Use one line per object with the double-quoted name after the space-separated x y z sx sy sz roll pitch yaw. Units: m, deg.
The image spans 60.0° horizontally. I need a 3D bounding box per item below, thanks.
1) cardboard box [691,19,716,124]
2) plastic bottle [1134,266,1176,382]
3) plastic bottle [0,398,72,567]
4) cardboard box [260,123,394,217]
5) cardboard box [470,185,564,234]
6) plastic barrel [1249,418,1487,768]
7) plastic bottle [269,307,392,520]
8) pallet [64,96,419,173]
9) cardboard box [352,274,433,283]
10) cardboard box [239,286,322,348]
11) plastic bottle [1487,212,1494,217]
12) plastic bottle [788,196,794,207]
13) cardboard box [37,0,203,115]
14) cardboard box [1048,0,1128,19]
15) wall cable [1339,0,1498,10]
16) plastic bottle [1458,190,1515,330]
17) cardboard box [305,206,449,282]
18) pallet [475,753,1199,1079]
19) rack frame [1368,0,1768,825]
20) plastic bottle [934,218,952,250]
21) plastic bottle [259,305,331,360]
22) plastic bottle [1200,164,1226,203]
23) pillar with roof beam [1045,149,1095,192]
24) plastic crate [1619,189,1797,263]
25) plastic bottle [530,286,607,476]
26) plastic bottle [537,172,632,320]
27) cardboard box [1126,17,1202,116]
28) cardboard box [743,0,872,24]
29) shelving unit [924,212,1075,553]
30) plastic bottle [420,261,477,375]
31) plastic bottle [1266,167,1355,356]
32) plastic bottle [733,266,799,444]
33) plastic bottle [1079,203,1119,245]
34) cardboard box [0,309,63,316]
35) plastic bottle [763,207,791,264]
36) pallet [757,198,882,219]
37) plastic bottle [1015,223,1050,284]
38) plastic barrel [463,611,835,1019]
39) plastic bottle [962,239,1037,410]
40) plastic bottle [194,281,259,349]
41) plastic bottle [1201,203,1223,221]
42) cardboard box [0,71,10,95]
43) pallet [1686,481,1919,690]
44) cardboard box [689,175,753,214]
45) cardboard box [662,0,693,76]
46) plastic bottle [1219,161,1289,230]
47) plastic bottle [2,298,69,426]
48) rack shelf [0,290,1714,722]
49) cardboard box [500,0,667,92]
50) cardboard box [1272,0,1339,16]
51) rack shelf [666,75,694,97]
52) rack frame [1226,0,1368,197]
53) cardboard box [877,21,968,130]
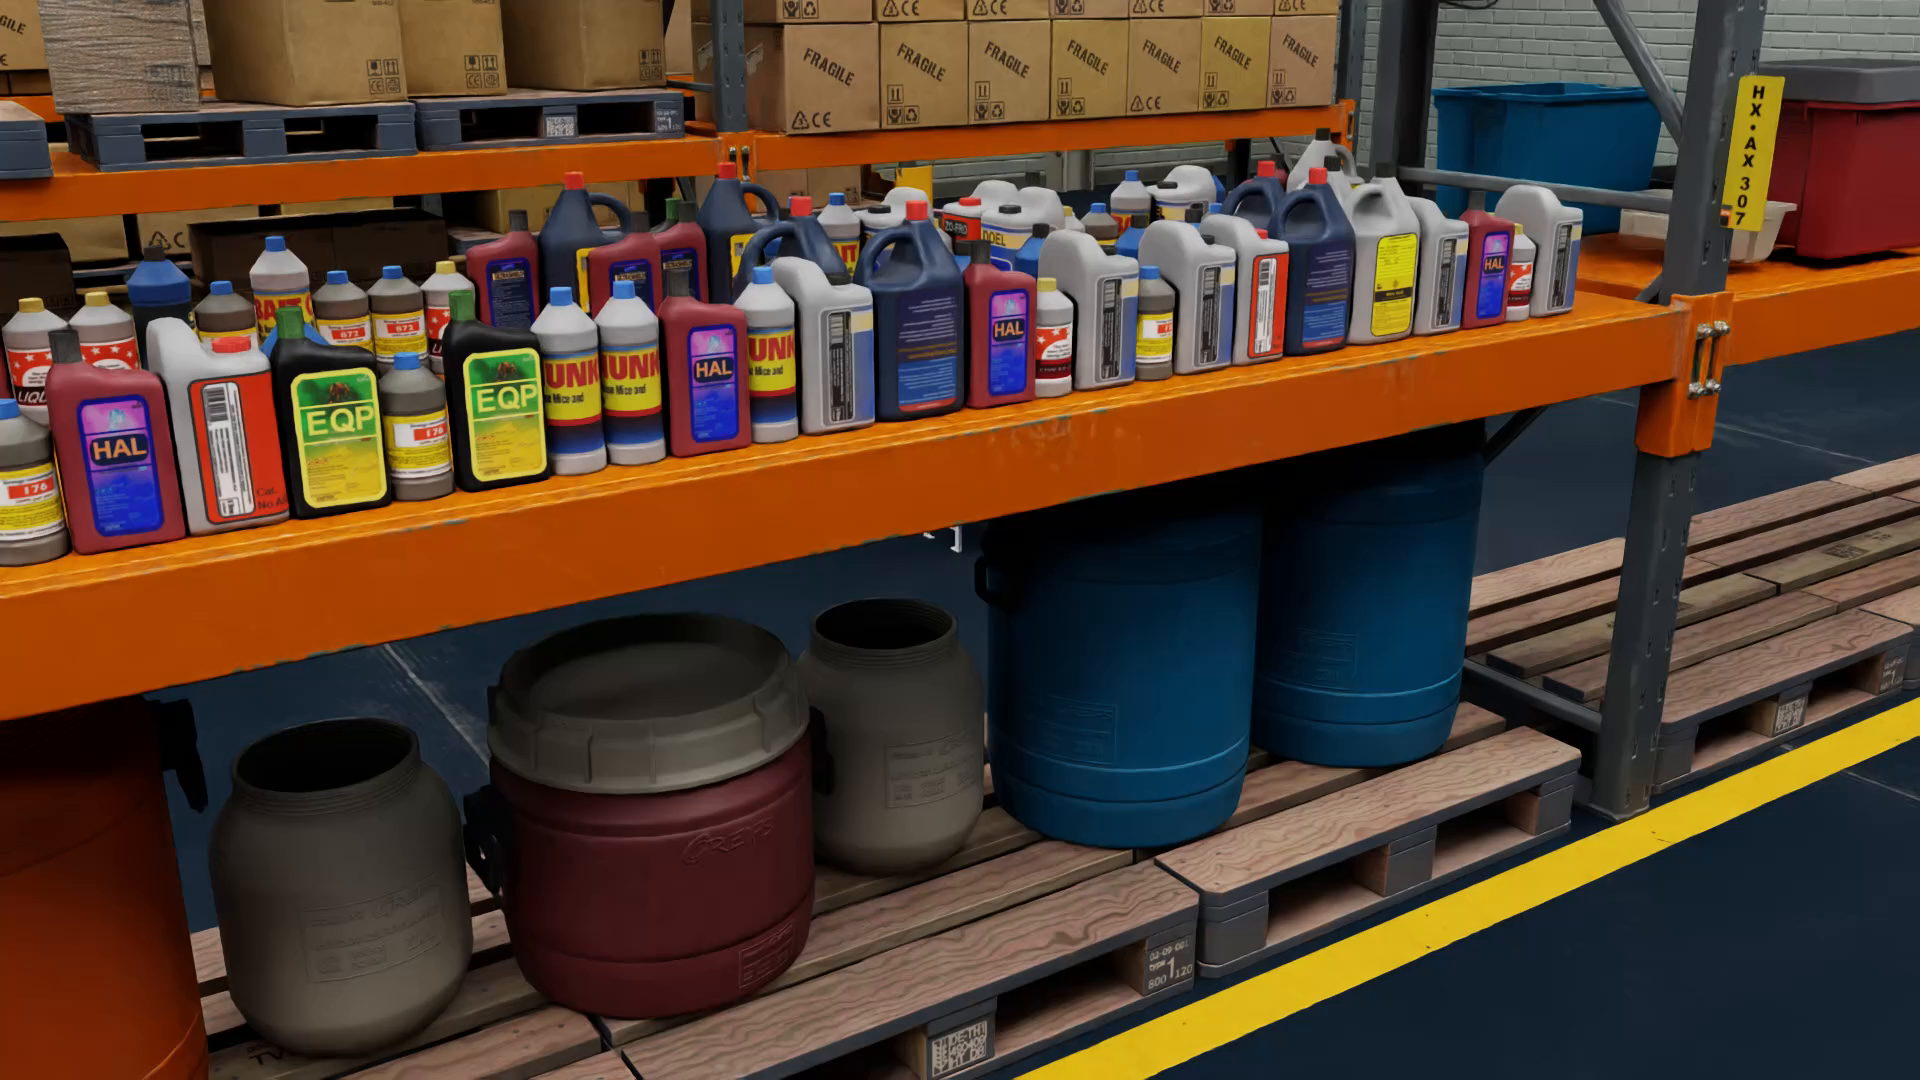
-1.028 -2.385 8.460 0.500 0.500 0.500 -11 22 -31 "cardboard box"
0.345 -0.401 3.057 0.097 0.201 0.097 0 19 0 "plastic bottle"
-1.191 -0.077 2.098 0.097 0.201 0.097 0 19 0 "plastic bottle"
-4.503 -2.537 11.765 0.750 0.750 0.750 -12 22 -31 "cardboard box"
-3.351 -2.624 12.571 0.500 0.500 0.700 -12 22 -31 "cardboard box"
0.953 0.031 4.090 0.708 0.901 0.600 -12 22 -31 "plastic barrel"
-0.861 -0.178 2.271 0.133 0.283 0.061 -12 22 -31 "plastic bottle"
-3.023 -1.729 6.976 1.213 0.211 1.003 -12 22 -31 "pallet"
-2.703 -1.002 7.742 0.500 0.500 0.500 -12 22 -31 "cardboard box"
-2.819 -0.778 7.080 0.500 0.500 0.500 -13 23 -33 "cardboard box"
1.181 -0.635 3.751 0.097 0.201 0.097 0 19 0 "plastic bottle"
-0.339 -0.581 3.480 0.097 0.271 0.097 0 19 0 "plastic bottle"
-3.312 -1.974 6.588 0.500 0.500 0.700 -8 20 -21 "cardboard box"
0.535 -2.982 8.666 0.500 0.500 0.500 -11 22 -30 "cardboard box"
4.229 -6.482 16.214 0.112 2.526 3.097 -12 22 -31 "wall cable"
1.097 -0.591 3.492 0.133 0.283 0.061 -12 22 -31 "plastic bottle"
-2.677 -1.364 7.642 0.500 0.250 0.500 -12 22 -31 "cardboard box"
-0.270 0.807 3.529 1.213 0.211 1.003 -12 22 -31 "pallet"
1.417 -0.855 4.091 0.127 3.000 1.000 -12 22 -31 "rack frame"
-0.064 -0.605 3.662 0.097 0.201 0.097 0 19 0 "plastic bottle"
-0.920 -0.191 2.326 0.097 0.271 0.097 0 19 0 "plastic bottle"
0.597 -0.778 4.064 0.097 0.271 0.097 0 19 0 "plastic bottle"
3.456 -6.607 11.738 0.400 9.000 9.100 -12 22 -31 "pillar with roof beam"
1.884 -0.803 4.253 0.243 0.136 0.396 -12 22 -31 "plastic crate"
-0.582 -0.238 2.467 0.097 0.271 0.097 0 19 0 "plastic bottle"
-0.710 -0.531 3.209 0.185 0.351 0.144 -12 22 -31 "plastic bottle"
0.961 -2.602 9.103 0.500 0.500 0.500 -12 22 -31 "cardboard box"
-0.756 -2.710 7.859 0.500 0.500 0.500 -11 22 -30 "cardboard box"
0.138 -0.598 6.139 0.503 1.200 0.258 -12 22 -31 "shelving unit"
-0.952 -0.418 3.108 0.097 0.201 0.097 0 19 0 "plastic bottle"
0.675 -0.550 3.265 0.185 0.351 0.144 -12 22 -31 "plastic bottle"
-0.308 -0.296 2.638 0.097 0.271 0.097 0 19 0 "plastic bottle"
0.322 -0.687 3.903 0.097 0.201 0.097 0 19 0 "plastic bottle"
-3.993 -0.728 6.931 0.500 0.500 0.500 -11 22 -29 "cardboard box"
-0.341 -0.525 3.315 0.097 0.271 0.097 0 19 0 "plastic bottle"
-1.316 -2.727 13.982 1.213 0.211 1.003 -12 22 -31 "pallet"
0.149 -0.451 3.096 0.097 0.271 0.097 0 19 0 "plastic bottle"
-0.581 0.503 3.183 0.708 0.588 0.600 -12 22 -31 "plastic barrel"
0.065 -0.374 2.848 0.133 0.283 0.061 -12 22 -31 "plastic bottle"
-1.278 -0.350 2.906 0.097 0.201 0.097 0 19 0 "plastic bottle"
0.599 -0.687 3.904 0.097 0.201 0.097 0 19 0 "plastic bottle"
-6.132 -2.879 10.438 0.250 0.149 0.380 -11 22 -30 "cardboard box"
3.030 0.109 5.591 1.213 0.211 1.003 -12 22 -31 "pallet"
-2.058 -2.898 13.380 0.500 0.500 0.700 -13 22 -33 "cardboard box"
-2.355 -3.997 12.914 0.700 0.700 0.980 -13 23 -34 "cardboard box"
0.596 -0.589 3.379 0.185 0.351 0.144 -12 22 -31 "plastic bottle"
-1.521 -0.298 2.753 0.097 0.201 0.097 0 19 0 "plastic bottle"
-0.253 -0.162 3.165 4.000 0.370 1.077 -12 22 -31 "rack shelf"
-1.823 -2.404 7.859 0.700 0.500 0.500 14 23 35 "cardboard box"
1.816 -3.255 9.471 0.500 0.500 0.500 -12 22 -32 "cardboard box"
-2.361 -3.517 13.087 4.000 0.370 1.077 -12 22 -31 "rack shelf"
2.036 -2.886 10.096 0.127 3.000 1.000 -12 22 -31 "rack frame"
-0.303 -2.336 8.316 0.500 0.500 0.500 -11 22 -30 "cardboard box"
